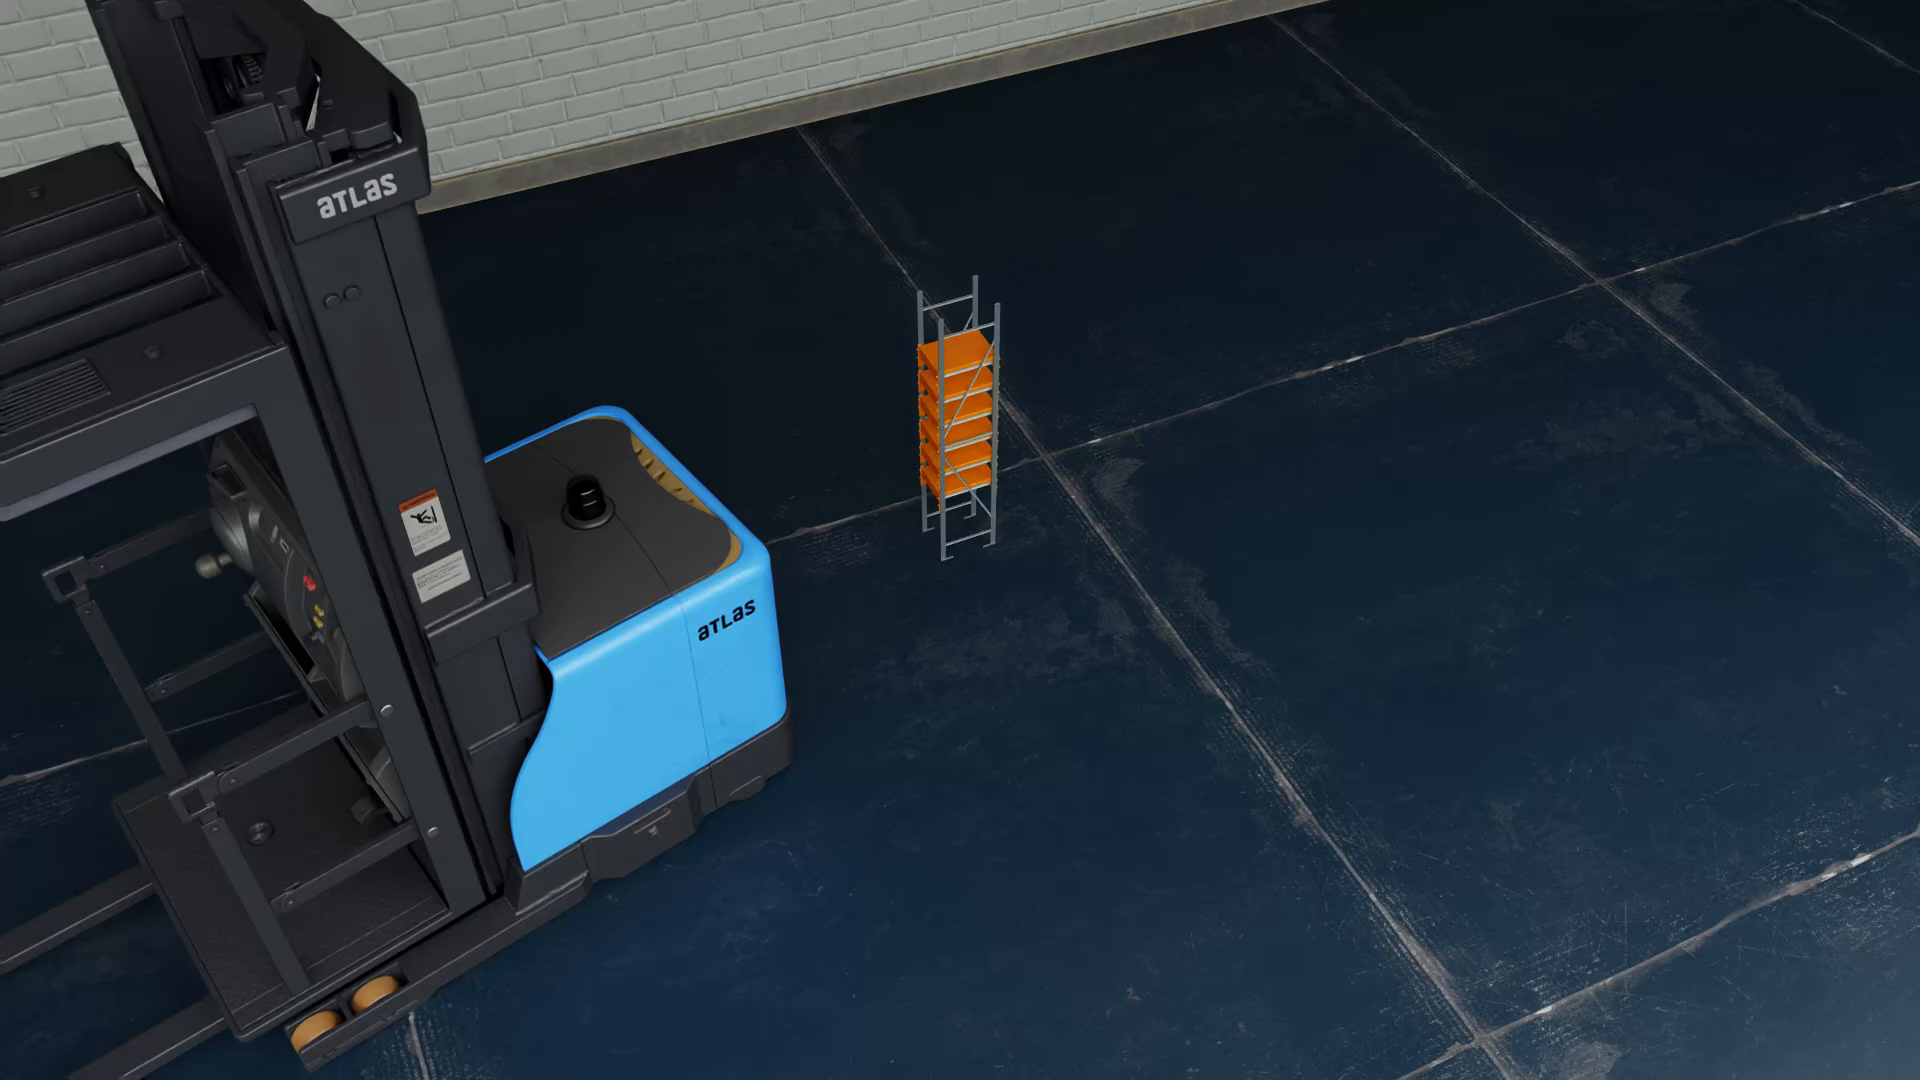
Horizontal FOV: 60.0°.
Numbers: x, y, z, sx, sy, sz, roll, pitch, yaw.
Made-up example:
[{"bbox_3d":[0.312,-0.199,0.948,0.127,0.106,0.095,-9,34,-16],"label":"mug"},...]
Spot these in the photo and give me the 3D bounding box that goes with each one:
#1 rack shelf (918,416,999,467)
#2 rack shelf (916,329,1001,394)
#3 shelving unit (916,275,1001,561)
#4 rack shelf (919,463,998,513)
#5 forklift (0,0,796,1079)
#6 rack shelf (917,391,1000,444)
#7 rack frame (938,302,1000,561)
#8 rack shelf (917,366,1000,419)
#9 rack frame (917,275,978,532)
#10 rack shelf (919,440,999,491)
[{"bbox_3d":[-0.006,-0.405,6.369,0.258,0.103,0.180,-18,47,-17],"label":"rack shelf"},{"bbox_3d":[-0.006,-0.661,6.116,0.258,0.103,0.180,-18,47,-17],"label":"rack shelf"},{"bbox_3d":[-0.006,-0.436,6.338,0.258,1.200,0.189,-18,47,-17],"label":"shelving unit"},{"bbox_3d":[-0.006,-0.234,6.538,0.258,0.103,0.180,-18,47,-17],"label":"rack shelf"},{"bbox_3d":[-2.048,0.144,4.517,3.031,2.935,1.130,-29,52,-26],"label":"forklift"},{"bbox_3d":[-0.006,-0.490,6.285,0.258,0.103,0.180,-18,47,-17],"label":"rack shelf"},{"bbox_3d":[0.032,-0.378,6.279,0.240,1.200,0.006,-18,47,-17],"label":"rack frame"},{"bbox_3d":[-0.006,-0.576,6.201,0.258,0.103,0.180,-18,47,-17],"label":"rack shelf"},{"bbox_3d":[-0.045,-0.495,6.397,0.240,1.200,0.006,-18,47,-17],"label":"rack frame"},{"bbox_3d":[-0.006,-0.319,6.453,0.258,0.103,0.180,-18,47,-17],"label":"rack shelf"}]
